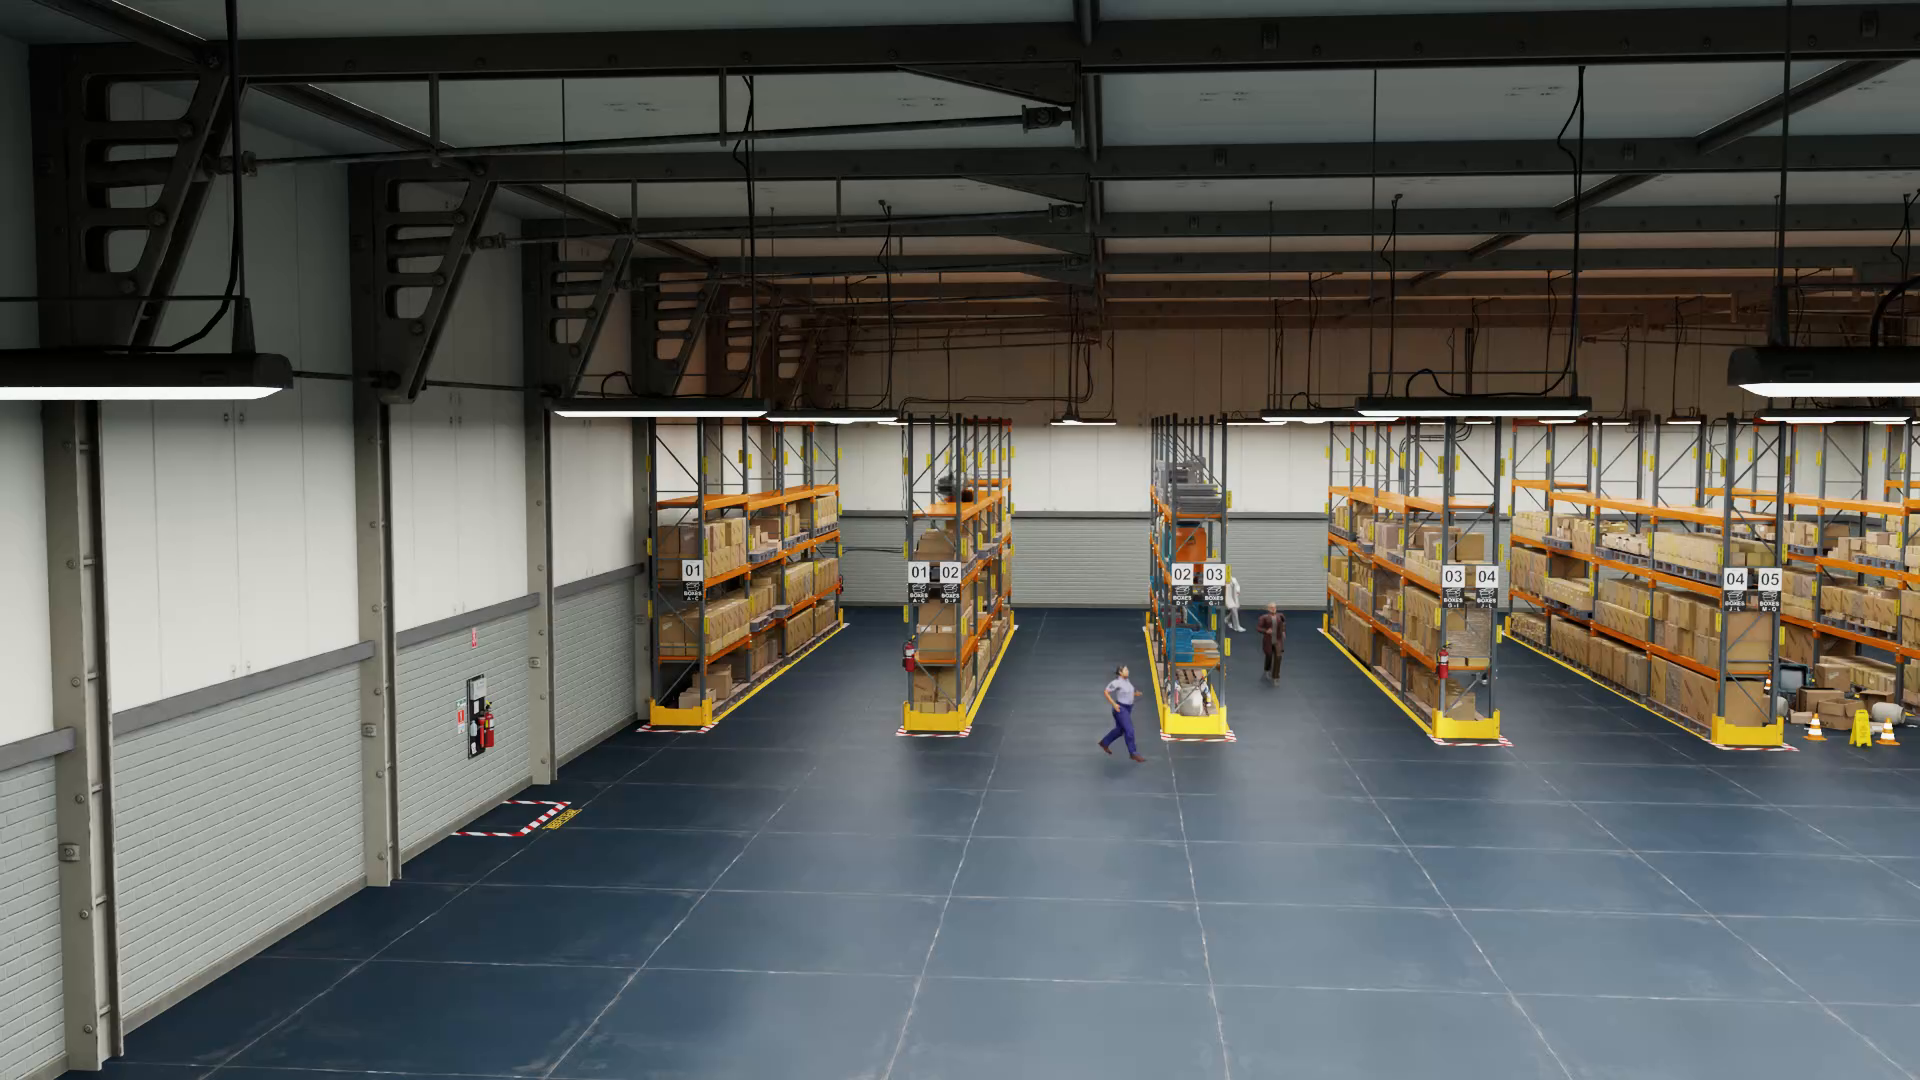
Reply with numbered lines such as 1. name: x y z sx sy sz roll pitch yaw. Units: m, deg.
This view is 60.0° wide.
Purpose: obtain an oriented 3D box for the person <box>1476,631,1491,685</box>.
1. person: 11.756 2.447 37.190 0.526 1.555 0.531 0 4 -3

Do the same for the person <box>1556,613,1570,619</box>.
1. person: 17.354 1.703 47.865 0.791 1.649 0.578 -2 4 -25

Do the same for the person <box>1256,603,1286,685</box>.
1. person: 7.009 2.334 37.451 0.738 1.853 0.971 0 4 -6

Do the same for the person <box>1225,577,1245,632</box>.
1. person: 7.601 1.692 46.893 0.774 1.735 0.880 -2 4 -28

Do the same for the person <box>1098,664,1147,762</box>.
1. person: 2.801 2.956 28.607 0.918 1.645 0.601 2 4 25
